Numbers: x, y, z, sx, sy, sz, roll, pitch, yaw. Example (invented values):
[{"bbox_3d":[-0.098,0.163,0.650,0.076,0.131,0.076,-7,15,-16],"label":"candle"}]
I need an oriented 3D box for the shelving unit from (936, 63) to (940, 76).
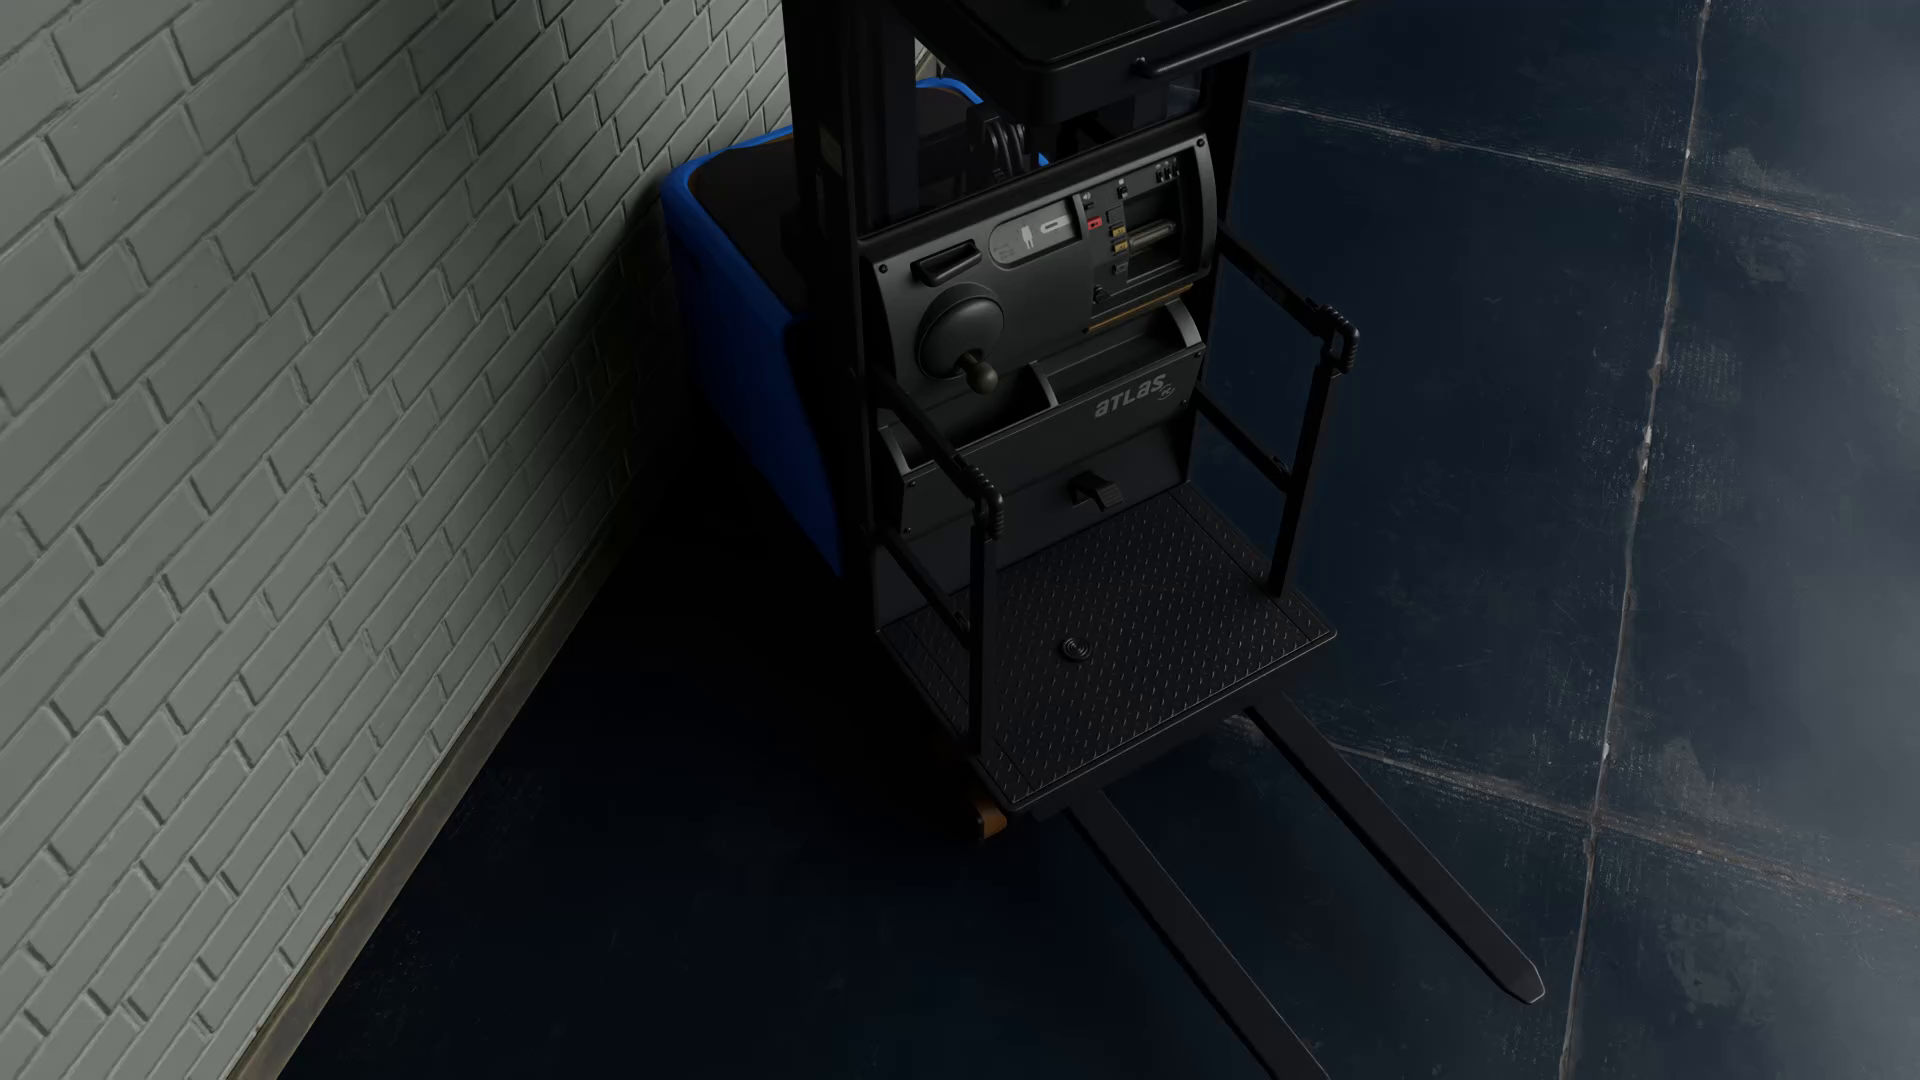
[{"bbox_3d":[-0.135,-1.146,5.648,0.210,0.900,0.258,-13,50,-11],"label":"shelving unit"}]

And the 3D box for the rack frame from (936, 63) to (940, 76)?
[{"bbox_3d":[-0.038,-1.169,5.668,0.006,0.900,0.240,-13,50,-11],"label":"rack frame"}]

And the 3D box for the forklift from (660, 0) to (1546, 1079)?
[{"bbox_3d":[0.331,-0.559,3.795,1.130,2.935,3.031,-25,54,-20],"label":"forklift"}]
